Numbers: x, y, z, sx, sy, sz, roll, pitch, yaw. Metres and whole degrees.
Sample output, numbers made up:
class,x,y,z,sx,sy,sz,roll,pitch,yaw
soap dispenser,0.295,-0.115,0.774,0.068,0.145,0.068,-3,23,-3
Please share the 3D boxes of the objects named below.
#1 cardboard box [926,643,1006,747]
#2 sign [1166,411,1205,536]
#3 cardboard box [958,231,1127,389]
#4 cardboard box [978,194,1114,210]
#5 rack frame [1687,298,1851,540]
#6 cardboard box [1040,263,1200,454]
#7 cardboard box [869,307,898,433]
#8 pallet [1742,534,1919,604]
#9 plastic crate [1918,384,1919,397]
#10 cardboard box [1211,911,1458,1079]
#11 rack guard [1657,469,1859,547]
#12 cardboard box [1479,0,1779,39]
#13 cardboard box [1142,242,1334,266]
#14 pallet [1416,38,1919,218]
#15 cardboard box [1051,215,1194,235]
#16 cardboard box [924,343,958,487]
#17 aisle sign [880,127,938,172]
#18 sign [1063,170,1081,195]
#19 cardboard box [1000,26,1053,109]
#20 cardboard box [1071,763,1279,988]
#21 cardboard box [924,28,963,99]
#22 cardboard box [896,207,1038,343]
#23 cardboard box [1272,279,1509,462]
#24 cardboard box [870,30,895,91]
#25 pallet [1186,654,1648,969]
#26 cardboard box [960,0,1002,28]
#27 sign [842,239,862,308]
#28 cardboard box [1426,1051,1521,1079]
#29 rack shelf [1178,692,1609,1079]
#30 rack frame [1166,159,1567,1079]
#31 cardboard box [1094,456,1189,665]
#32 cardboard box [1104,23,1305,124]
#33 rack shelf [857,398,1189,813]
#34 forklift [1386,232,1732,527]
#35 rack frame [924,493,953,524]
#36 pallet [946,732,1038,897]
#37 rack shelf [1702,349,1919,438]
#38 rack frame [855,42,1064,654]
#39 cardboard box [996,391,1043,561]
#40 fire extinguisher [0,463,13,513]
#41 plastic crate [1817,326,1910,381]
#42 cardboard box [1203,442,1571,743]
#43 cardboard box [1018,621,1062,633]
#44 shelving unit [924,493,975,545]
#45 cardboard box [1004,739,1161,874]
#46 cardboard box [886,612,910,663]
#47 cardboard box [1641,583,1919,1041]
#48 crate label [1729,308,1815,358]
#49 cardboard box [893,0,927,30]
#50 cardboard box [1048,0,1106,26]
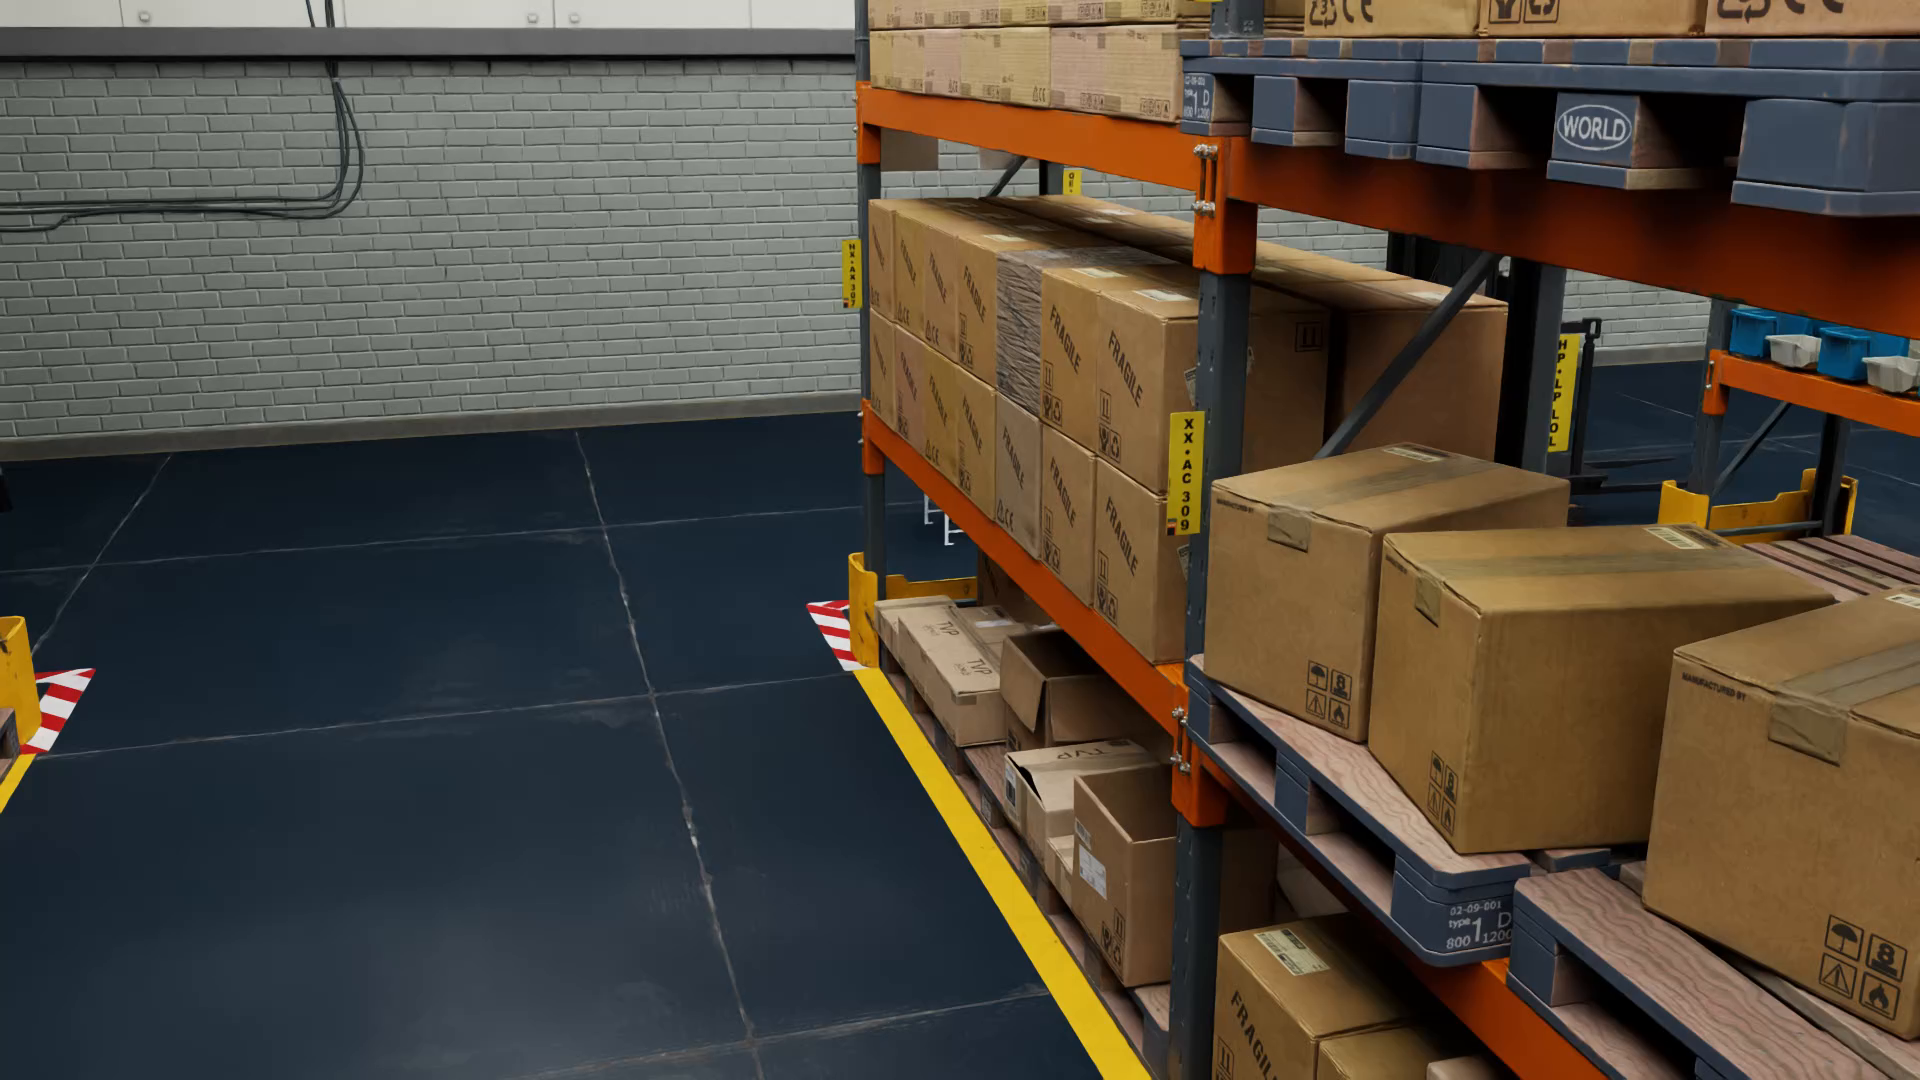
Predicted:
class,x,y,z,sx,sy,sz,roll,pitch,yaw
cardboard box,0.158,0.647,7.098,0.500,0.250,0.500,-5,17,-15
sign,0.587,-0.171,4.304,0.100,0.325,0.005,-5,17,-15
cardboard box,0.299,-0.868,6.216,0.500,0.500,0.500,-5,17,-16
cardboard box,0.394,-1.334,7.766,0.500,0.500,0.500,-5,17,-16
rack frame,4.771,-1.299,9.562,1.000,3.000,0.127,-5,17,-15
cardboard box,0.575,-0.589,5.288,0.500,0.500,0.500,-5,17,-16
cardboard box,-0.125,-0.812,7.769,0.500,0.500,0.500,-4,17,-14
pallet,4.960,0.268,9.193,1.003,0.211,1.213,-5,17,-15
plastic crate,4.884,-0.789,8.051,0.416,0.233,0.300,-5,17,-15
cardboard box,1.005,1.338,4.365,0.500,0.500,0.500,-6,18,-18
rack guard,4.751,-0.107,9.940,1.175,0.500,0.348,-5,17,-15
cardboard box,1.379,-1.207,2.965,0.600,0.600,0.600,-5,17,-16
cardboard box,0.964,-0.766,5.876,0.500,0.500,0.500,-5,17,-17
pallet,1.506,-0.676,2.600,1.213,0.211,1.003,-5,17,-15
cardboard box,0.680,-1.051,6.825,0.500,0.500,0.500,-4,17,-14
cardboard box,0.157,-0.531,6.832,0.500,0.500,0.500,-5,17,-15
aisle sign,-0.294,-2.149,7.873,0.394,0.787,0.004,-5,17,-15
sign,0.546,-1.652,8.177,0.100,0.325,0.005,-5,17,-15
cardboard box,0.444,-1.557,5.467,0.500,0.250,0.500,-5,17,-15
cardboard box,0.677,1.050,5.324,0.500,0.500,0.500,-5,17,-15
cardboard box,0.168,-1.833,6.388,0.500,0.250,0.500,-5,17,-15
cardboard box,0.026,-1.147,7.146,0.500,0.500,0.500,-5,17,-15
cardboard box,1.247,-0.481,4.928,0.500,0.500,0.500,-4,17,-14
cardboard box,-0.096,-2.111,7.312,0.500,0.250,0.500,-5,17,-15
pallet,1.221,0.520,3.841,1.003,0.211,1.213,-5,17,-15
cardboard box,0.305,-1.934,5.856,0.500,0.250,0.500,-5,17,-15
sign,-0.515,-1.280,7.994,0.100,0.325,0.005,-5,17,-15
cardboard box,1.280,1.255,3.336,0.500,0.250,0.500,-5,17,-15
rack shelf,1.656,1.096,2.840,1.077,0.370,4.000,-5,17,-15
rack frame,1.106,0.198,4.578,1.000,3.000,0.127,-5,17,-15
cardboard box,0.722,0.032,4.956,0.500,0.500,0.500,-4,17,-14
cardboard box,0.717,-1.280,4.546,0.500,0.250,0.500,-5,17,-15
rack shelf,0.557,-0.010,6.523,1.077,0.370,4.000,-5,17,-15
forklift,3.564,-1.602,10.691,3.031,2.935,1.130,-3,17,-10
rack frame,-0.113,-0.688,10.657,0.240,1.200,0.015,-5,17,-15
pallet,0.579,1.006,6.737,1.003,0.211,1.213,-5,17,-15
rack shelf,5.320,-0.401,7.824,1.077,0.370,4.000,-5,17,-15
rack frame,0.007,-0.908,8.261,1.000,3.000,0.127,-5,17,-15
cardboard box,0.436,-0.252,5.903,0.500,0.500,0.500,-4,17,-14
fire extinguisher,-4.353,-0.378,7.279,0.296,0.674,0.183,-5,17,-15
plastic crate,4.703,-0.971,8.657,0.416,0.233,0.300,-5,17,-15
cardboard box,1.021,0.098,4.008,0.700,0.500,0.500,-12,20,-34
cardboard box,0.418,0.488,7.773,0.380,0.166,0.250,-5,17,-15
shelving unit,-0.045,-0.620,10.432,0.258,1.200,0.503,-5,17,-15
cardboard box,0.471,0.933,6.042,0.500,0.311,0.500,-5,17,-15
cardboard box,-0.140,0.450,7.900,0.380,0.166,0.250,-5,17,-15
cardboard box,1.651,0.433,2.893,0.700,0.500,0.500,-10,19,-29
crate label,4.522,-1.153,9.263,0.416,0.233,0.303,-5,17,-15
cardboard box,0.028,-2.211,6.776,0.500,0.250,0.500,-5,17,-15
cardboard box,0.577,-1.658,4.934,0.500,0.250,0.500,-5,17,-15
